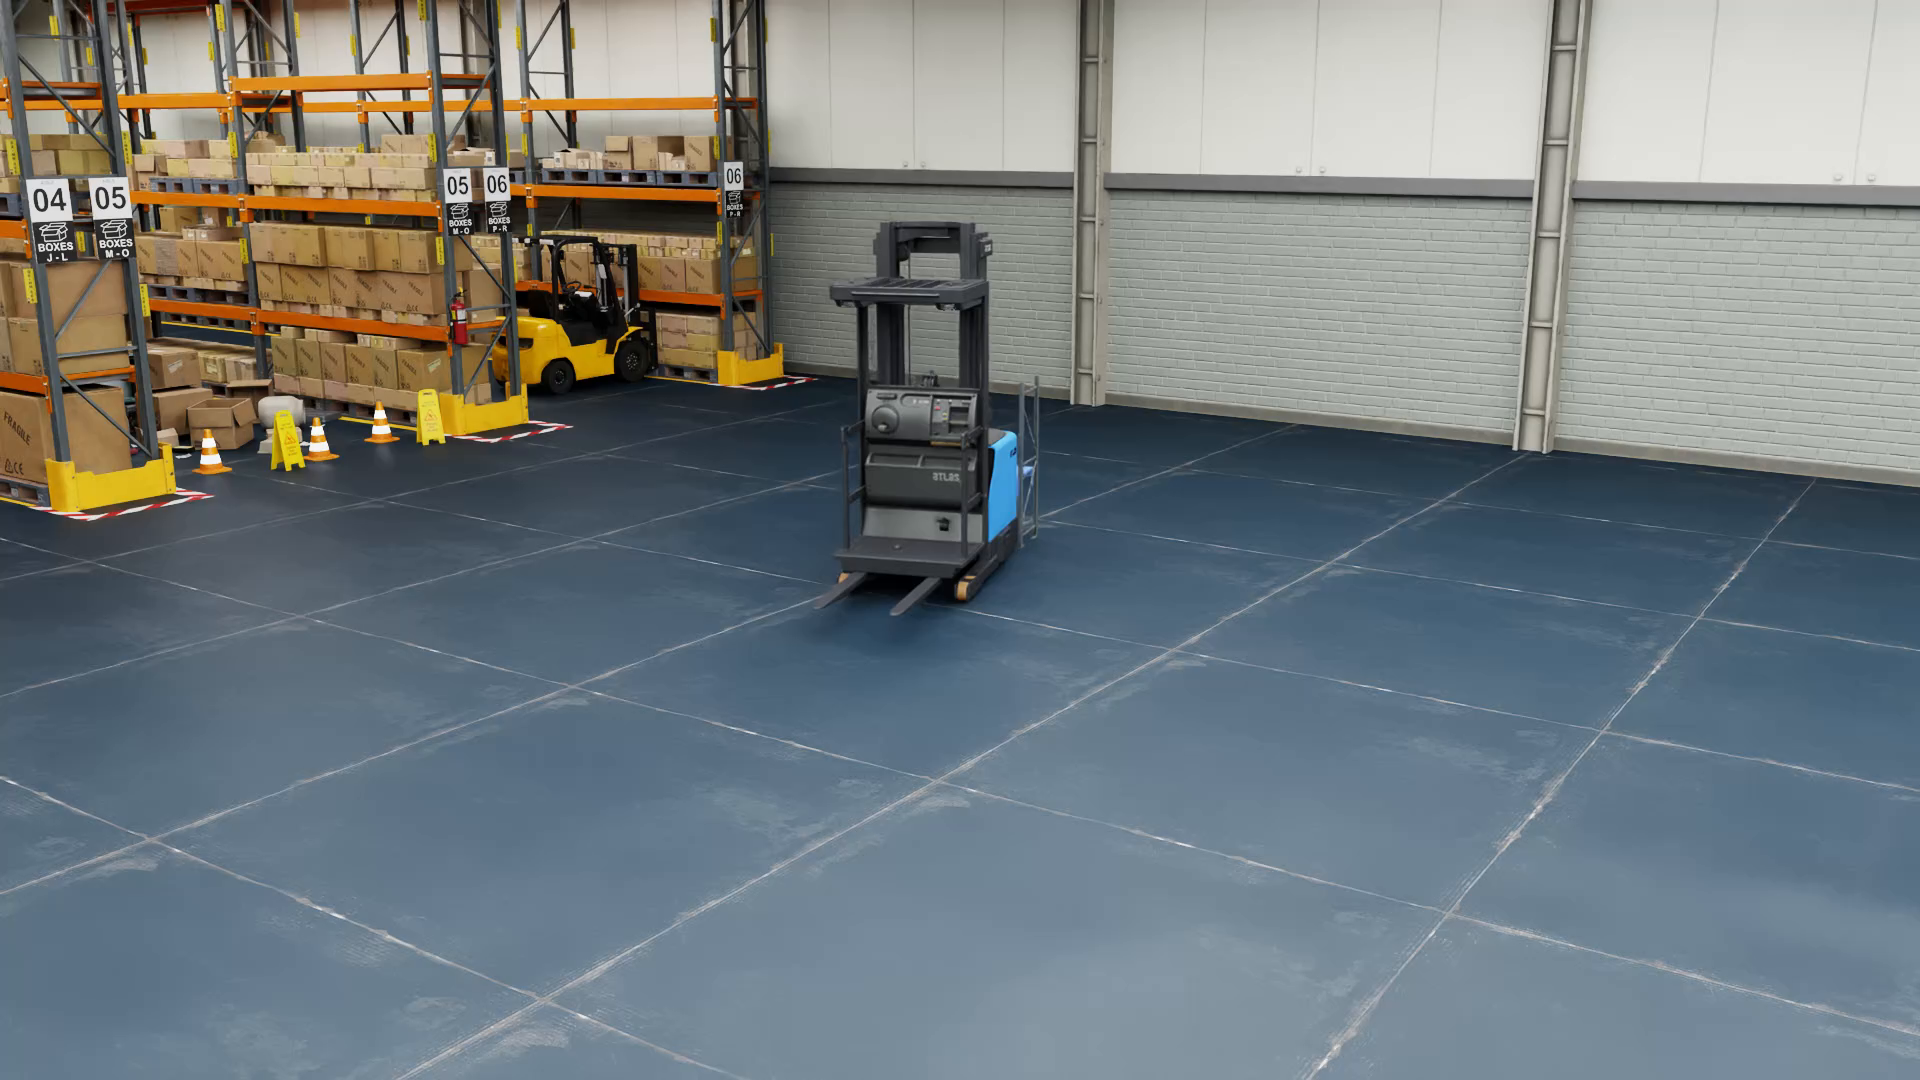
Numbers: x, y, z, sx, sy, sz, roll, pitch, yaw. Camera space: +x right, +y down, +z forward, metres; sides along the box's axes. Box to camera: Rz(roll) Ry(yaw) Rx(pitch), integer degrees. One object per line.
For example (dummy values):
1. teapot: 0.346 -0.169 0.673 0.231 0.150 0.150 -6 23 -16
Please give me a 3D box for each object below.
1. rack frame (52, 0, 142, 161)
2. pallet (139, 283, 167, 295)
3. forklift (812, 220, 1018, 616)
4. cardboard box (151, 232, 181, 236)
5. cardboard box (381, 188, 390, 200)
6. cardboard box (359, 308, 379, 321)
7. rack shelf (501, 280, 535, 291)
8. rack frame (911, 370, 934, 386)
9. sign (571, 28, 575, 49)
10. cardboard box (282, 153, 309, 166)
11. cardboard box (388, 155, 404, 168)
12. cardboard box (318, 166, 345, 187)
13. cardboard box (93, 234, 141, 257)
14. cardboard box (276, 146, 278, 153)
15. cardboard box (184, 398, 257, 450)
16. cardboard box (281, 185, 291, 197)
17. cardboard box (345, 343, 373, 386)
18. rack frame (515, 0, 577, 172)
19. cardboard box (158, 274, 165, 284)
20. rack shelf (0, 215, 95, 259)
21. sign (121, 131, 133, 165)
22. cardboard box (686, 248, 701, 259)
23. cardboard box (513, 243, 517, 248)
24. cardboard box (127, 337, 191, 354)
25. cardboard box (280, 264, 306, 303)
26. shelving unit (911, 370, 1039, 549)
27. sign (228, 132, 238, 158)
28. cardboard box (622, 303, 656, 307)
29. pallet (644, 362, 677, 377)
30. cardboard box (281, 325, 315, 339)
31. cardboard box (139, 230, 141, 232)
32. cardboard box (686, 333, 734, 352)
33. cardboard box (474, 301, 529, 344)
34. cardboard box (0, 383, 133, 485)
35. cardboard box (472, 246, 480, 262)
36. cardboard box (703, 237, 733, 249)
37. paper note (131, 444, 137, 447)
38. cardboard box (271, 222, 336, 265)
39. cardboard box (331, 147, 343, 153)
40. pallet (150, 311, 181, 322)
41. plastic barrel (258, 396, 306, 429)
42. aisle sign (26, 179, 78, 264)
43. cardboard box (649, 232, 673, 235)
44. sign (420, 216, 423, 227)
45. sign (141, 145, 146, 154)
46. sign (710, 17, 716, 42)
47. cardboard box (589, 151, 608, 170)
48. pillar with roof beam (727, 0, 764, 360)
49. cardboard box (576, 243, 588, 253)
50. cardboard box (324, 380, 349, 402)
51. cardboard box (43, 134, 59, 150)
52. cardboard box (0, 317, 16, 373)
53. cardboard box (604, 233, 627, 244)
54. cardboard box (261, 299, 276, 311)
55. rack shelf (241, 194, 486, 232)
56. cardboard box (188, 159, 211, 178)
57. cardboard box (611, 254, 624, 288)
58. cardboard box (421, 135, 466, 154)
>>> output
1. rack frame: -12.553 -6.849 24.191 0.127 3.000 1.000 9 17 33
2. pallet: -11.903 -3.770 24.635 1.003 0.211 1.213 9 17 33
3. forklift: -0.371 -1.033 13.322 1.130 2.935 3.031 4 14 15
4. cardboard box: -11.586 -4.261 24.520 0.500 0.500 0.500 9 16 32
5. cardboard box: -6.967 -4.307 20.686 0.250 0.149 0.380 9 17 33
6. cardboard box: -7.445 -2.907 21.275 0.250 0.149 0.380 9 17 32
7. rack shelf: -8.127 -4.310 27.915 4.000 0.370 1.077 9 17 33
8. rack frame: -0.338 -0.790 15.321 0.032 1.500 0.500 5 15 19
9. sign: -6.137 -7.941 26.326 0.005 0.325 0.100 9 17 33
10. cardboard box: -8.506 -4.908 21.454 0.250 0.149 0.380 9 17 32
11. cardboard box: -6.775 -4.645 20.391 0.250 0.149 0.380 9 16 32
12. cardboard box: -7.760 -4.610 21.082 0.500 0.250 0.500 9 17 33
13. cardboard box: -12.309 -4.227 24.383 0.500 0.500 0.500 9 16 31
14. cardboard box: -11.995 -6.908 29.493 0.250 0.149 0.380 9 17 33
15. cardboard box: -8.786 -1.383 19.790 0.637 0.503 0.797 -1 14 -6
16. cardboard box: -8.659 -4.586 21.816 0.250 0.149 0.380 9 17 33
17. cardboard box: -7.575 -2.291 21.551 0.500 0.500 0.500 9 16 32
18. rack frame: -6.467 -7.303 26.024 0.127 3.000 1.000 9 17 33
19. cardboard box: -11.254 -3.760 23.845 0.250 0.149 0.380 10 17 35
20. rack shelf: -10.254 -3.239 17.345 4.000 0.370 1.077 9 17 33
21. sign: -8.279 -3.892 16.505 0.005 0.325 0.100 9 17 33
22. cardboard box: -3.821 -4.237 24.565 0.250 0.149 0.380 9 17 34
23. cardboard box: -7.099 -4.787 26.786 0.250 0.149 0.380 9 16 32
24. cardboard box: -12.090 -2.788 24.863 0.625 0.372 0.950 8 16 29
25. cardboard box: -8.595 -3.416 21.981 0.500 0.500 0.500 9 17 33
26. shelving unit: 0.141 -0.749 15.156 1.048 1.500 0.538 5 15 19
27. sign: -9.541 -5.188 21.826 0.005 0.325 0.100 9 17 33
28. cardboard box: -5.110 -3.582 26.247 0.500 0.250 0.500 9 17 33
29. pallet: -4.814 -2.759 25.955 1.213 0.211 1.003 9 17 33
30. cardboard box: -8.825 -2.787 22.203 0.250 0.149 0.380 9 17 34
31. cardboard box: -16.198 -5.957 32.765 0.500 0.250 0.500 9 17 33
32. cardboard box: -3.727 -2.969 24.810 0.500 0.250 0.500 9 16 32
33. cardboard box: -7.546 -3.615 27.680 0.625 0.625 0.875 9 17 32
34. cardboard box: -9.194 -1.114 17.055 0.875 0.875 0.875 9 17 33
35. cardboard box: -7.869 -4.713 27.317 0.500 0.250 0.500 10 17 34
36. cardboard box: -3.563 -4.368 24.476 0.250 0.149 0.380 9 17 33
37. paper note: -9.765 -1.138 19.799 0.172 0.023 0.155 -10 17 -35
38. cardboard box: -8.579 -3.904 21.870 0.500 0.500 0.700 9 17 33
39. cardboard box: -10.645 -6.717 28.764 0.250 0.149 0.380 9 16 31
40. pallet: -15.699 -4.529 33.109 1.213 0.211 1.003 9 17 33
41. plastic barrel: -8.474 -1.589 20.787 0.512 0.421 0.421 -4 14 -16
42. aisle sign: -8.703 -3.056 15.944 0.004 0.787 0.394 9 17 33
43. cardboard box: -4.575 -4.663 25.667 0.250 0.149 0.380 9 17 33
44. sign: -9.479 -5.600 29.222 0.005 0.325 0.100 9 17 33
45. sign: -12.249 -5.752 24.925 0.005 0.325 0.100 9 17 33
46. sign: -3.463 -7.152 23.306 0.005 0.325 0.100 9 17 33
47. cardboard box: -5.405 -5.774 25.289 0.258 0.266 0.396 9 16 31
48. pillar with roof beam: -5.626 -6.181 21.493 0.400 9.000 9.100 9 17 33
49. cardboard box: -5.739 -4.547 25.819 0.250 0.149 0.380 10 17 34
50. cardboard box: -8.005 -1.997 21.922 0.500 0.250 0.500 9 16 32
51. cardboard box: -8.901 -3.979 16.621 0.250 0.149 0.380 9 17 33
52. cardboard box: -9.396 -2.047 16.963 0.550 0.550 0.875 9 17 33
53. cardboard box: -5.255 -4.640 25.573 0.250 0.149 0.380 9 17 33
54. cardboard box: -9.152 -3.172 22.346 0.250 0.149 0.380 9 17 33
55. rack shelf: -7.575 -4.239 21.387 4.000 0.370 1.077 9 17 33
56. cardboard box: -10.217 -5.106 22.830 0.500 0.250 0.500 9 17 33
57. cardboard box: -4.977 -4.122 25.450 0.500 0.500 0.500 9 17 33
58. cardboard box: -8.477 -6.402 27.337 0.500 0.500 0.500 10 17 34
